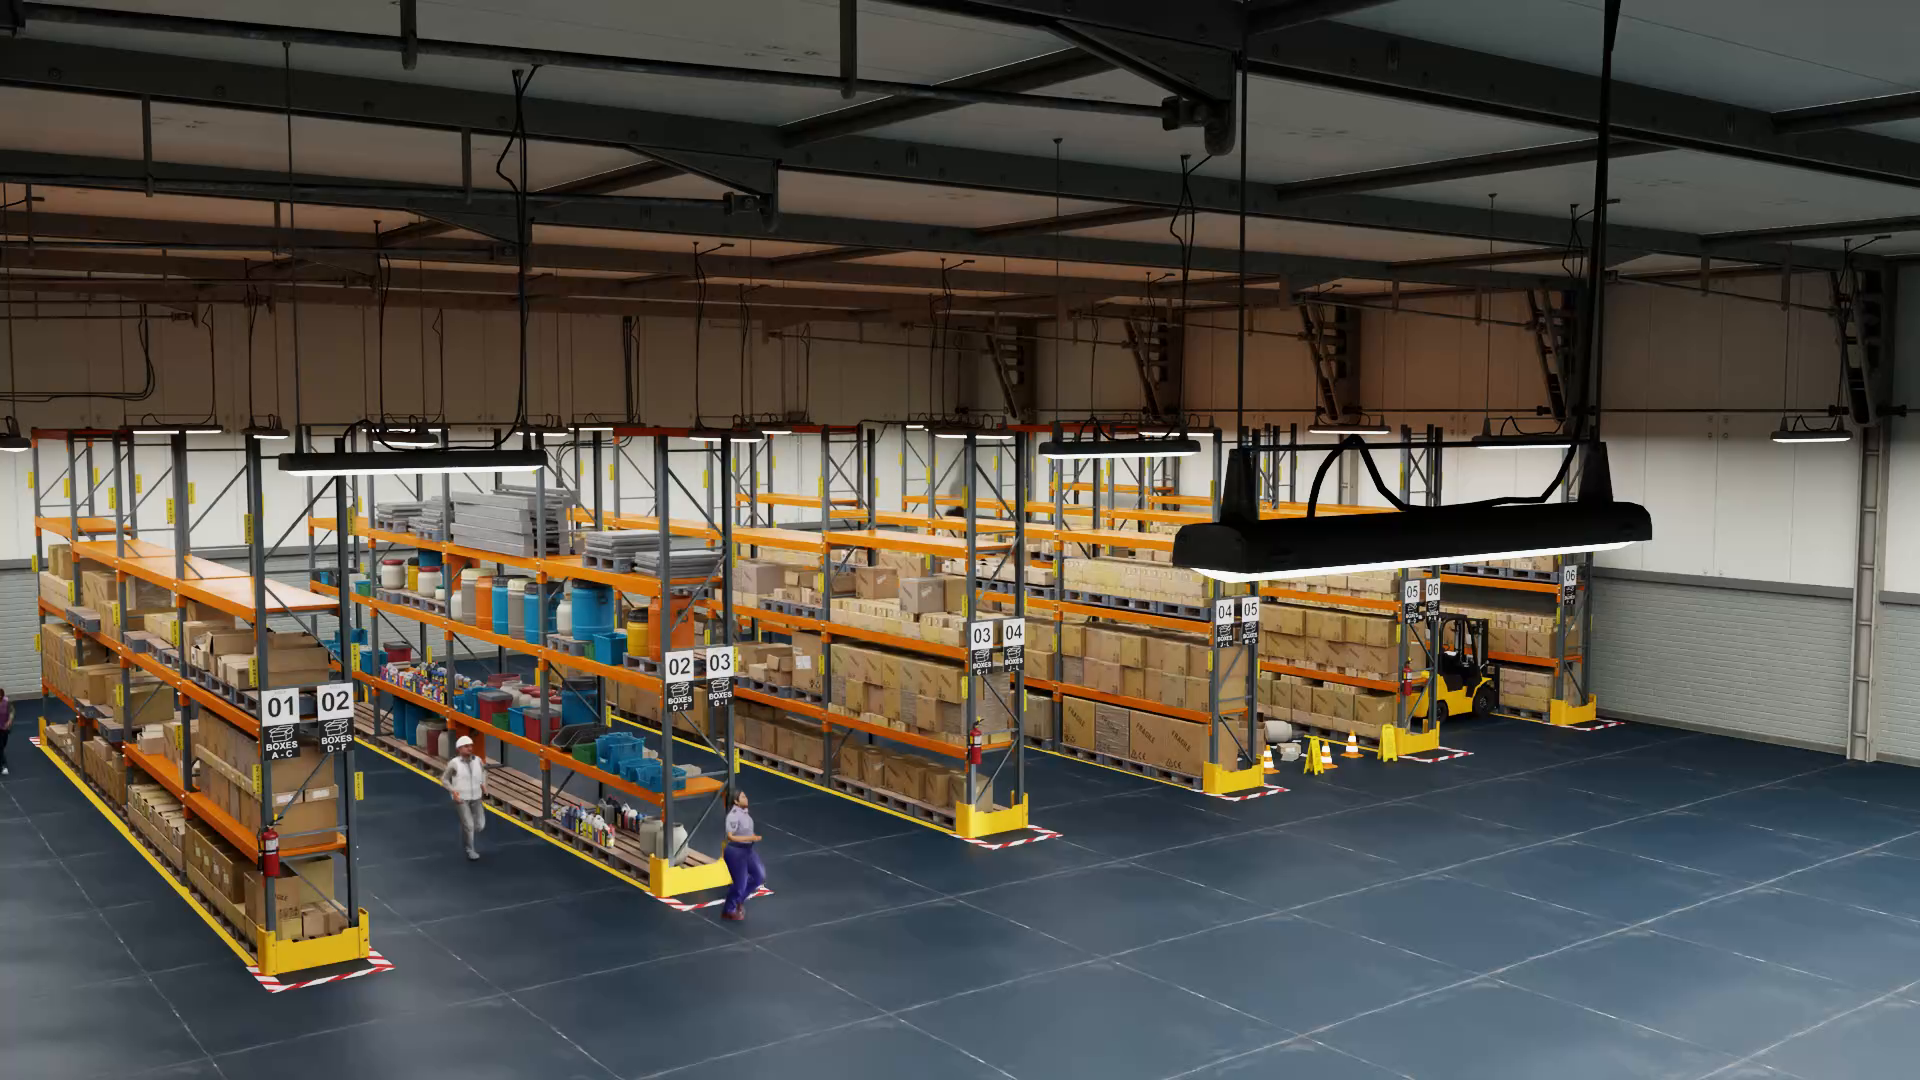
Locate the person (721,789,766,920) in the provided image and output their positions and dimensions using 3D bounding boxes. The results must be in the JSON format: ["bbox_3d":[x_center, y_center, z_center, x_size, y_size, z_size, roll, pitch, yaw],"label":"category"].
[{"bbox_3d":[-2.683,3.903,20.649,0.563,1.629,0.619,1,5,12],"label":"person"}]

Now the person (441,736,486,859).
[{"bbox_3d":[-6.980,3.622,23.477,0.654,1.731,0.646,-4,6,-41],"label":"person"}]

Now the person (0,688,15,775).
[{"bbox_3d":[-16.835,3.308,29.087,0.545,1.548,0.856,-3,5,-31],"label":"person"}]
